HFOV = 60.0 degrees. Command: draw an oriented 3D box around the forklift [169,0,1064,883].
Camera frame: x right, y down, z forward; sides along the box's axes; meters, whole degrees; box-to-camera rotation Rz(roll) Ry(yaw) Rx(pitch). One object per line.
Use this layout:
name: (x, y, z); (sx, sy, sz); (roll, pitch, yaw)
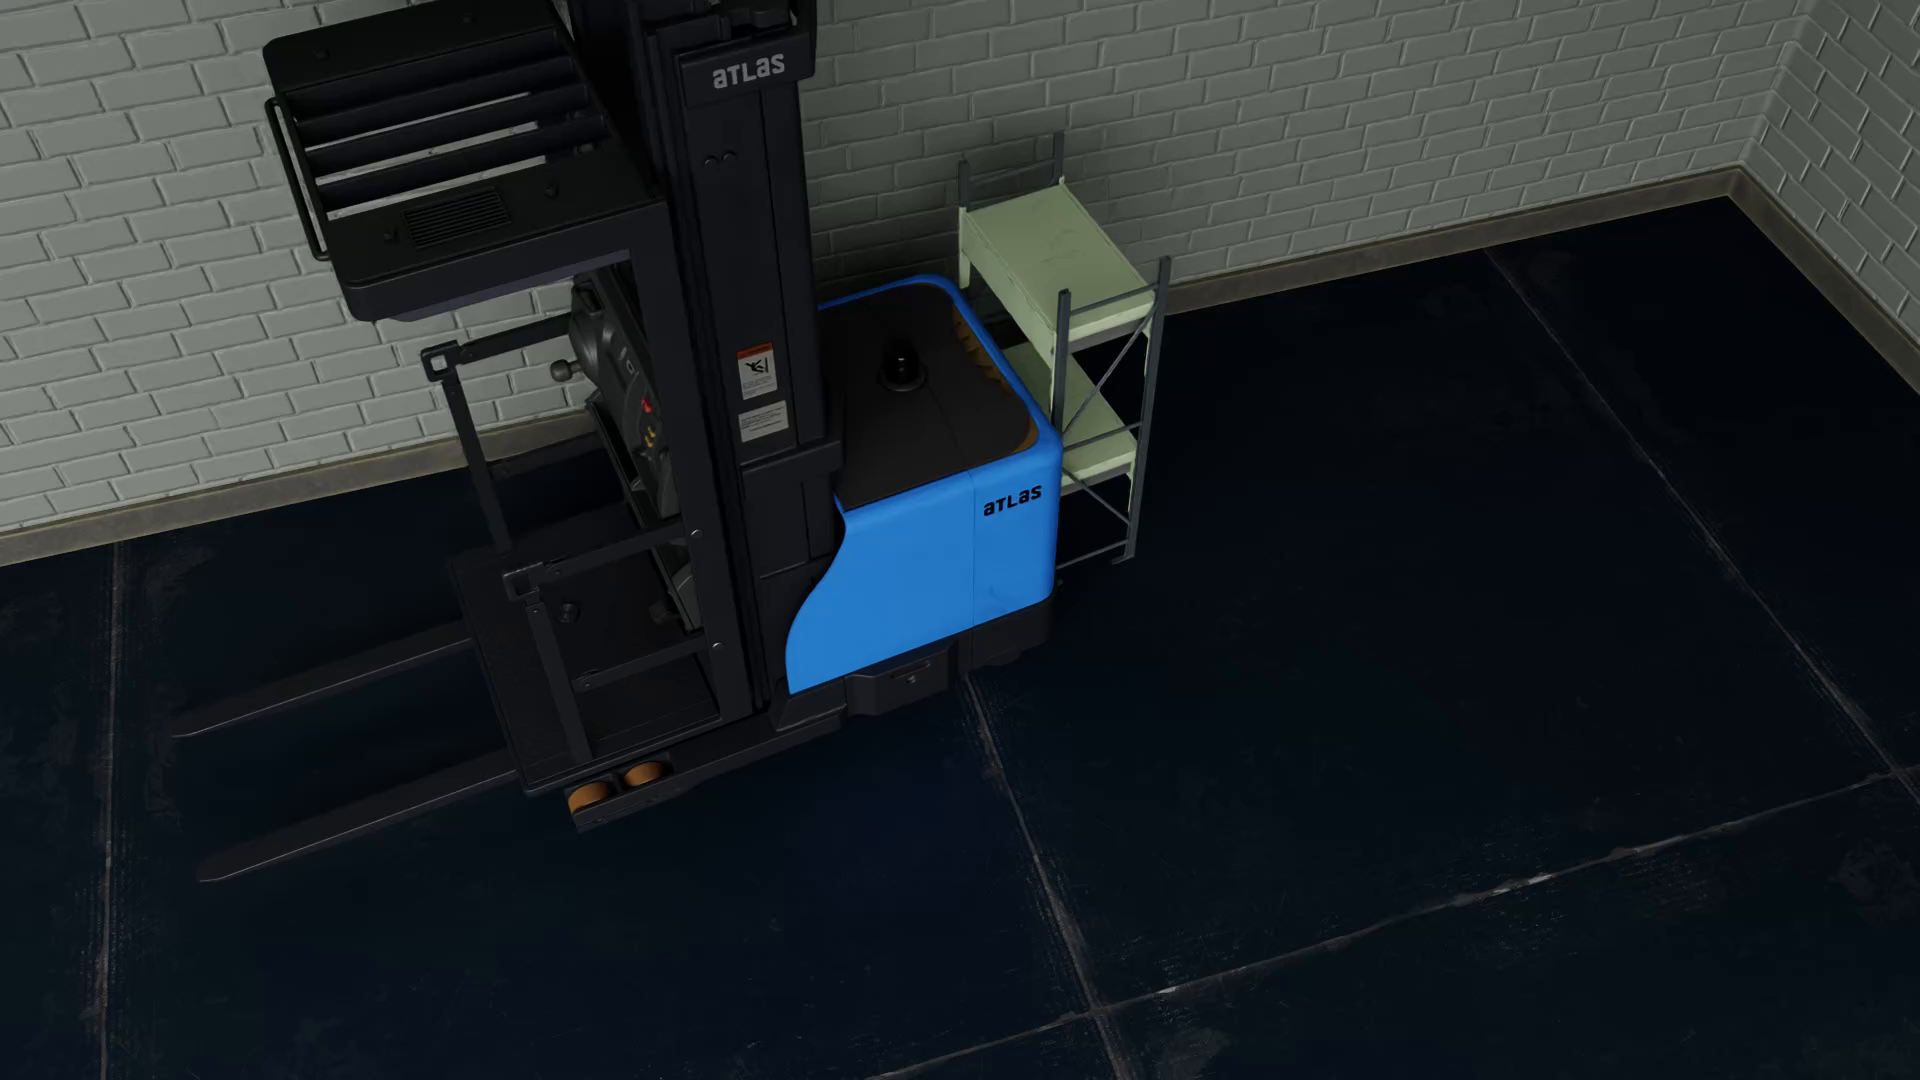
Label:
forklift: (-1.206, -0.424, 4.980); (3.031, 2.935, 1.130); (-20, 53, -16)

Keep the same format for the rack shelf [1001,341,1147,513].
rack shelf: (0.336, -0.401, 6.323); (0.431, 0.370, 0.720); (-20, 53, -16)

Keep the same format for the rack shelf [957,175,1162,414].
rack shelf: (0.337, -0.863, 5.776); (0.431, 0.370, 0.720); (-20, 53, -16)

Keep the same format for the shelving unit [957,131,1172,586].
shelving unit: (0.336, -0.611, 6.074); (0.431, 1.500, 0.755); (-20, 53, -16)

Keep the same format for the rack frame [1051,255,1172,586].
rack frame: (0.495, -0.359, 5.861); (0.400, 1.500, 0.023); (-20, 53, -16)

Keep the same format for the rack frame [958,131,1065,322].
rack frame: (0.177, -0.863, 6.286); (0.400, 1.500, 0.023); (-20, 53, -16)
